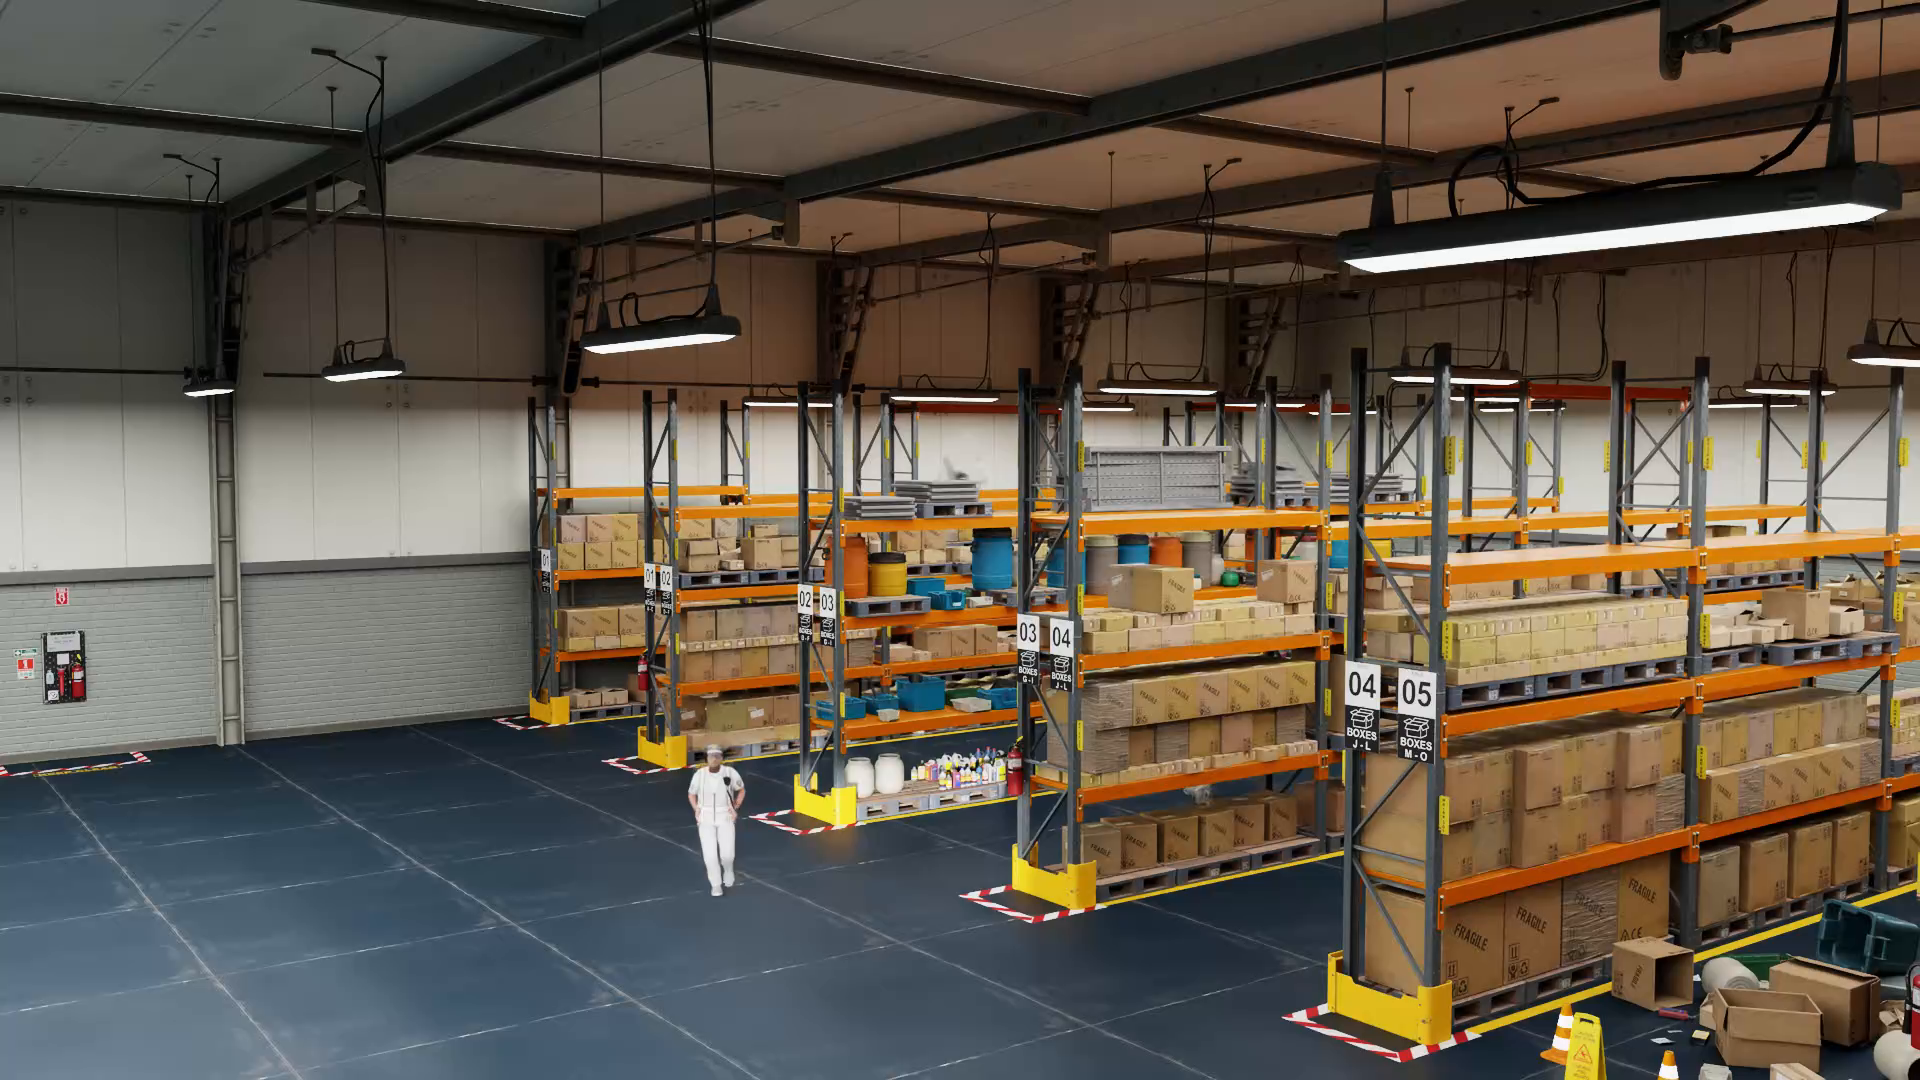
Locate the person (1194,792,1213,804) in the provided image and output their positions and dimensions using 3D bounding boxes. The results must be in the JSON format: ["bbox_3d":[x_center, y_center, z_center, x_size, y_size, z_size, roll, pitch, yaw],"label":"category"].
[{"bbox_3d":[3.299,2.998,22.388,0.519,1.691,0.658,-3,5,-42],"label":"person"}]

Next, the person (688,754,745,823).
[{"bbox_3d":[-2.768,2.787,18.856,0.640,0.844,0.495,0,3,-4],"label":"person"}]

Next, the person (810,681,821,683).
[{"bbox_3d":[-2.614,2.399,30.565,0.701,1.678,0.775,3,4,41],"label":"person"}]
